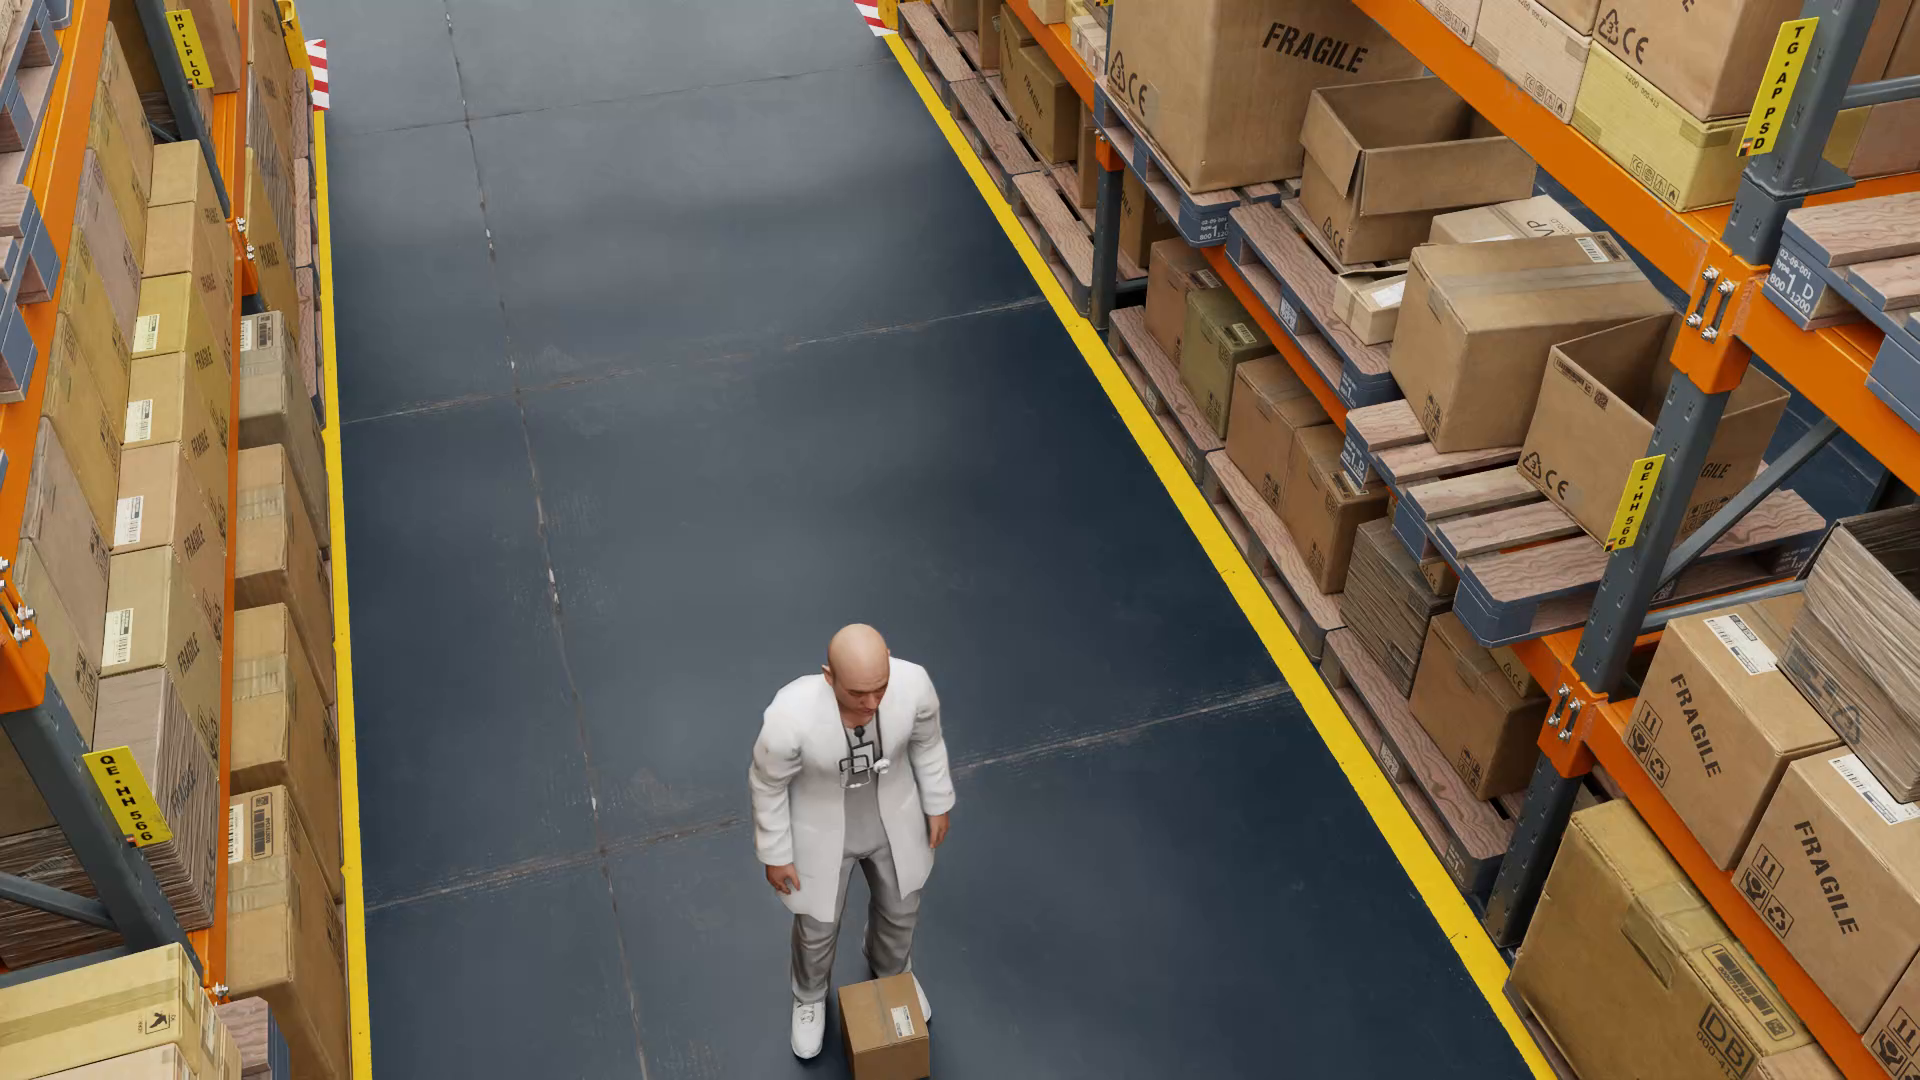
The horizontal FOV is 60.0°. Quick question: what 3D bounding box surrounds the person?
[{"bbox_3d":[-0.319,0.898,5.163,0.652,1.773,0.427,-14,44,-15],"label":"person"}]
